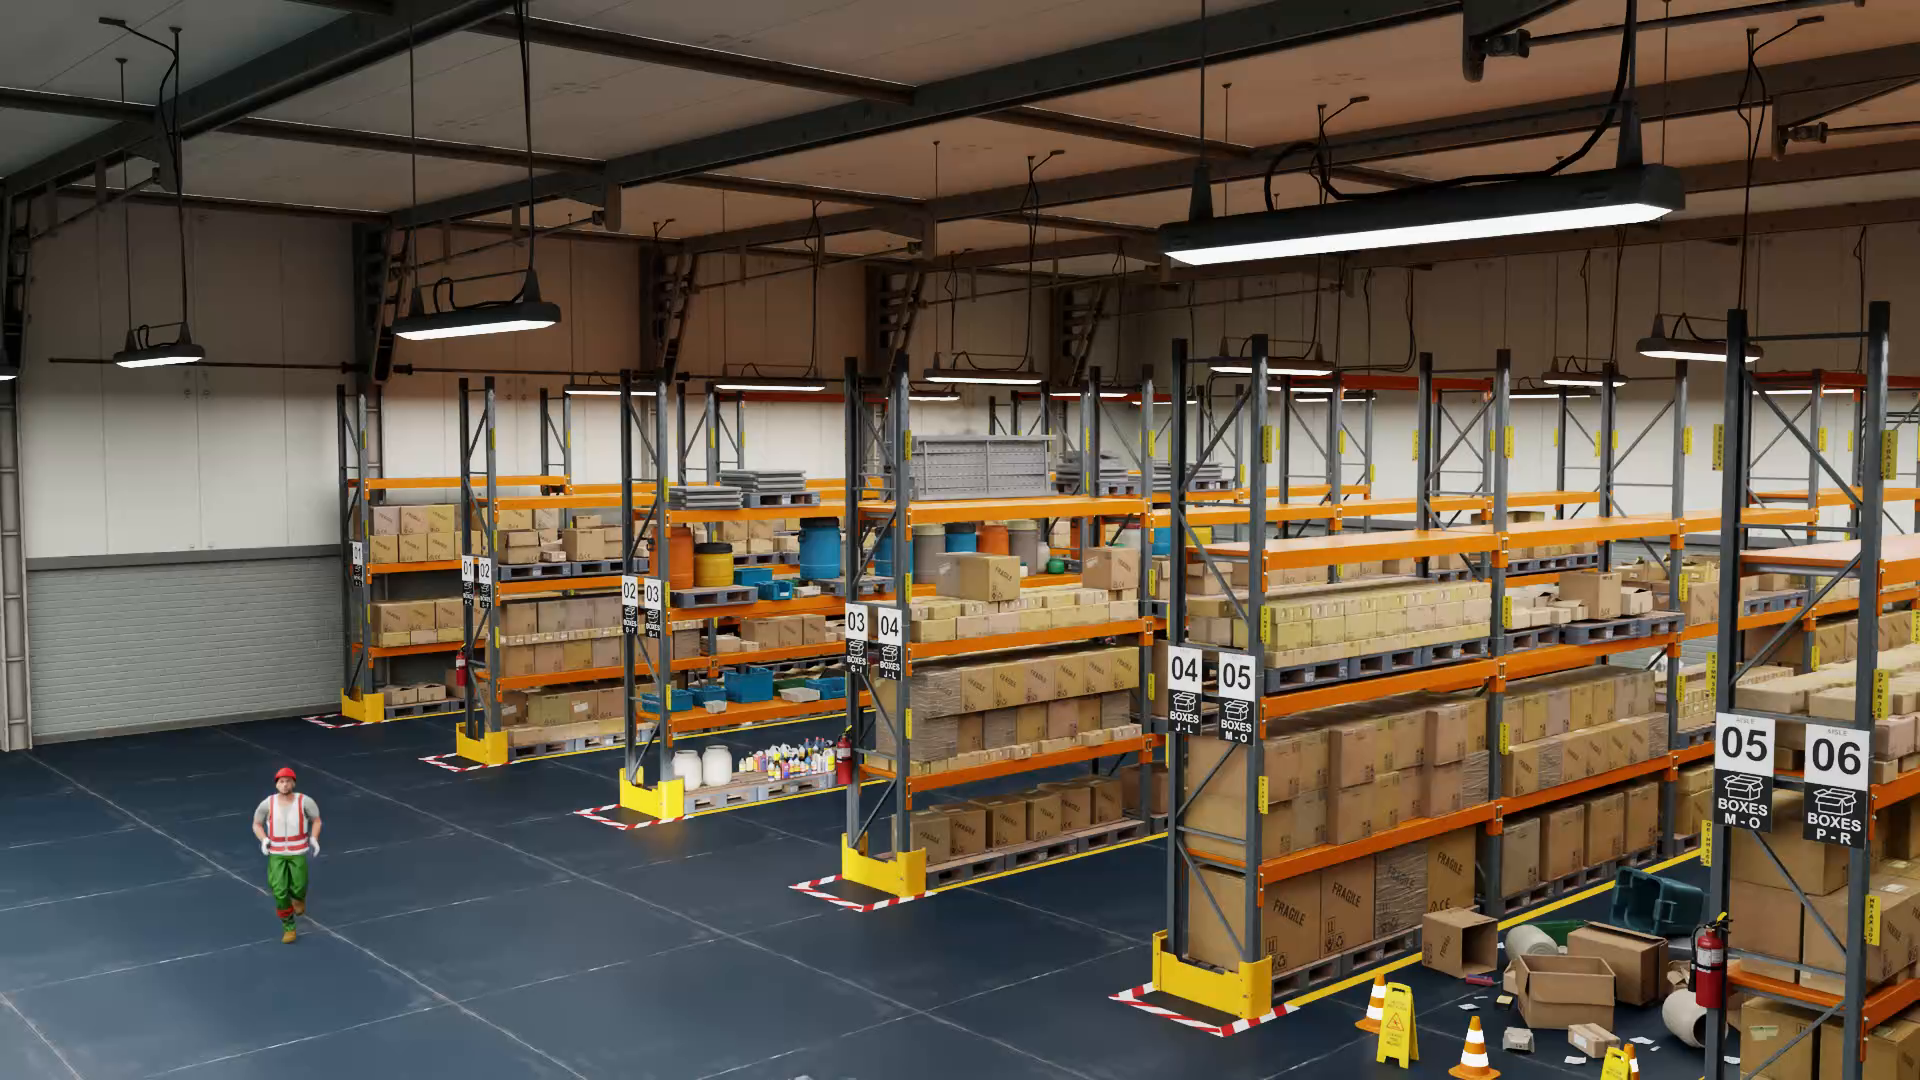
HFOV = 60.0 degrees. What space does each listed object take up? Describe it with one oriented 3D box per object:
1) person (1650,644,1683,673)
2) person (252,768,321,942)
[{"bbox_3d":[12.112,2.474,28.444,0.654,1.662,0.740,0,4,7],"label":"person"},{"bbox_3d":[-6.877,3.185,16.996,0.656,1.745,0.615,-1,4,-18],"label":"person"}]
